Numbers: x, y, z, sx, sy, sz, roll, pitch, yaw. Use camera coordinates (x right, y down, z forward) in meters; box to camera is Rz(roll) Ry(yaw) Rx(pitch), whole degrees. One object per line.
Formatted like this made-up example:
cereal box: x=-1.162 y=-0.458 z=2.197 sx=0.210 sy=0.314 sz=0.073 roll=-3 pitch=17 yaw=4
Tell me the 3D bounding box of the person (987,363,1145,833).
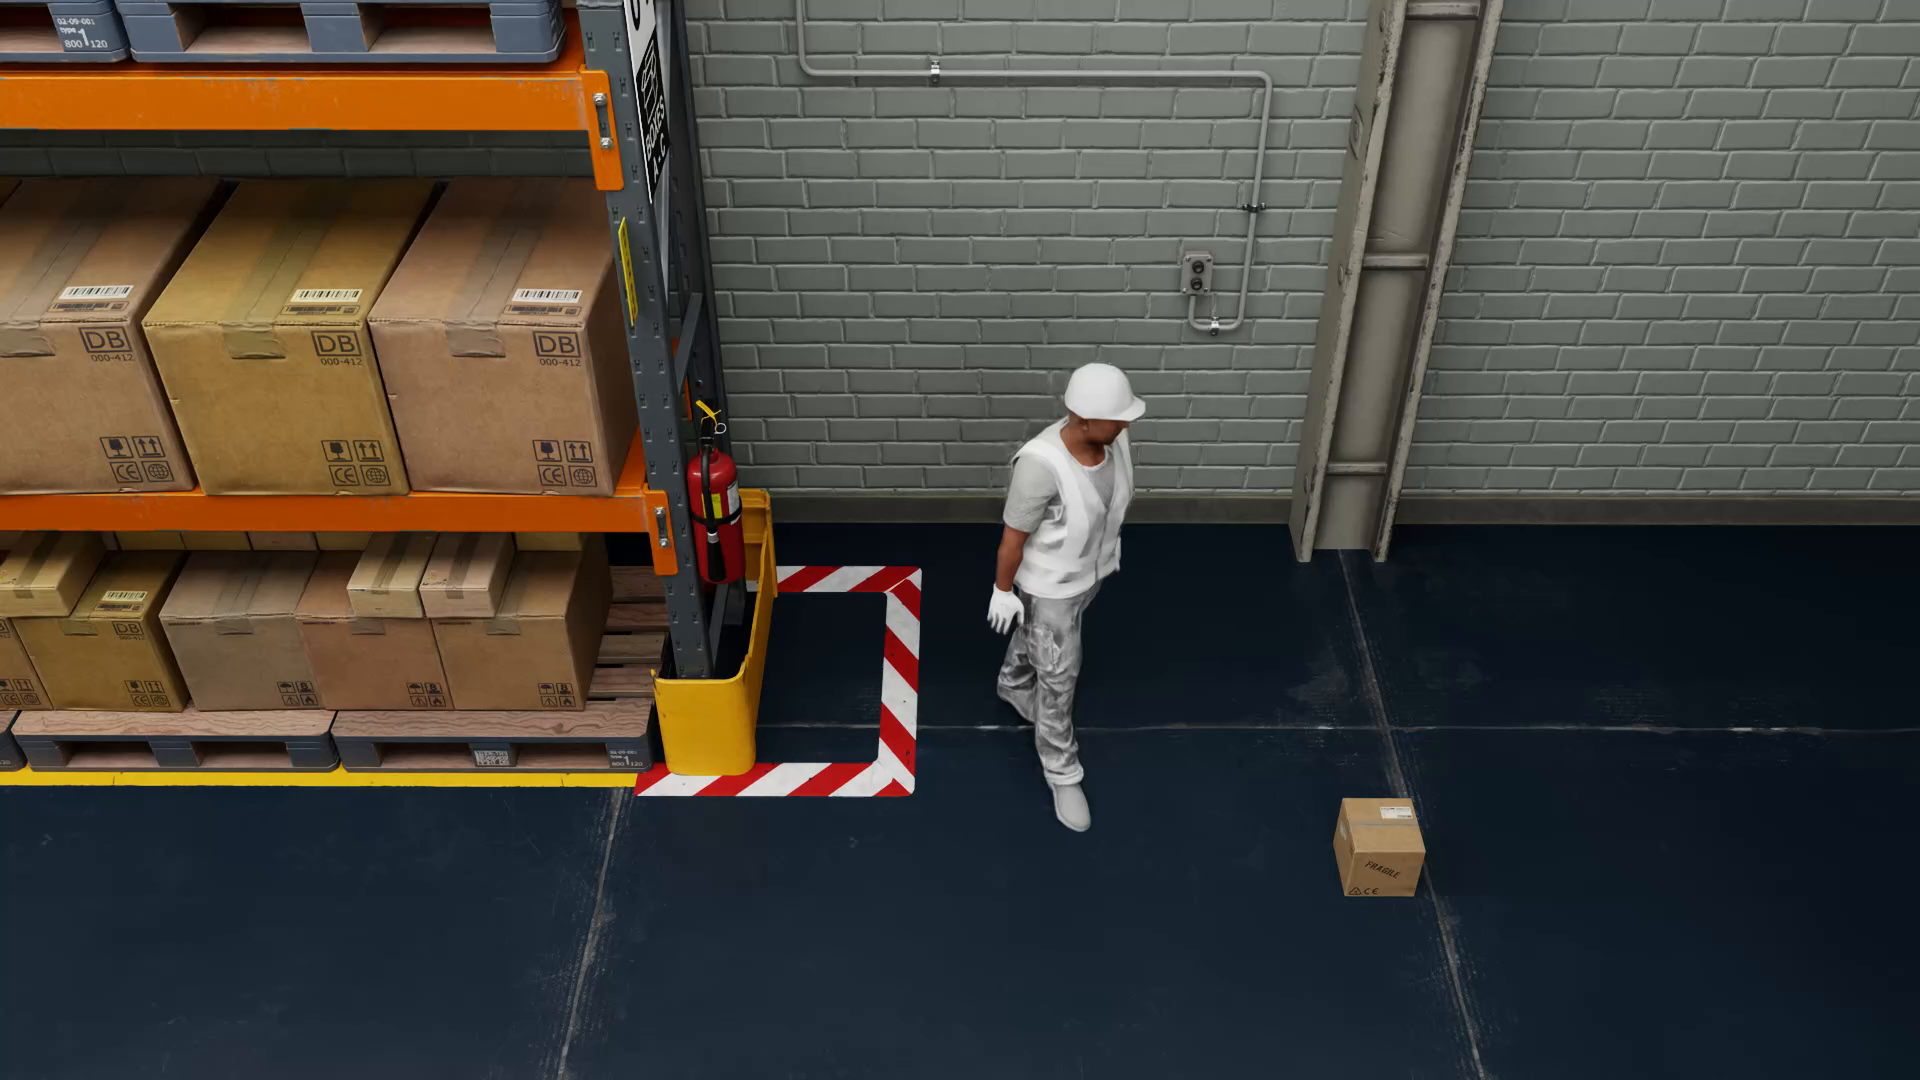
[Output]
person: x=0.389 y=0.120 z=5.997 sx=0.725 sy=1.781 sz=0.635 roll=29 pitch=47 yaw=31
